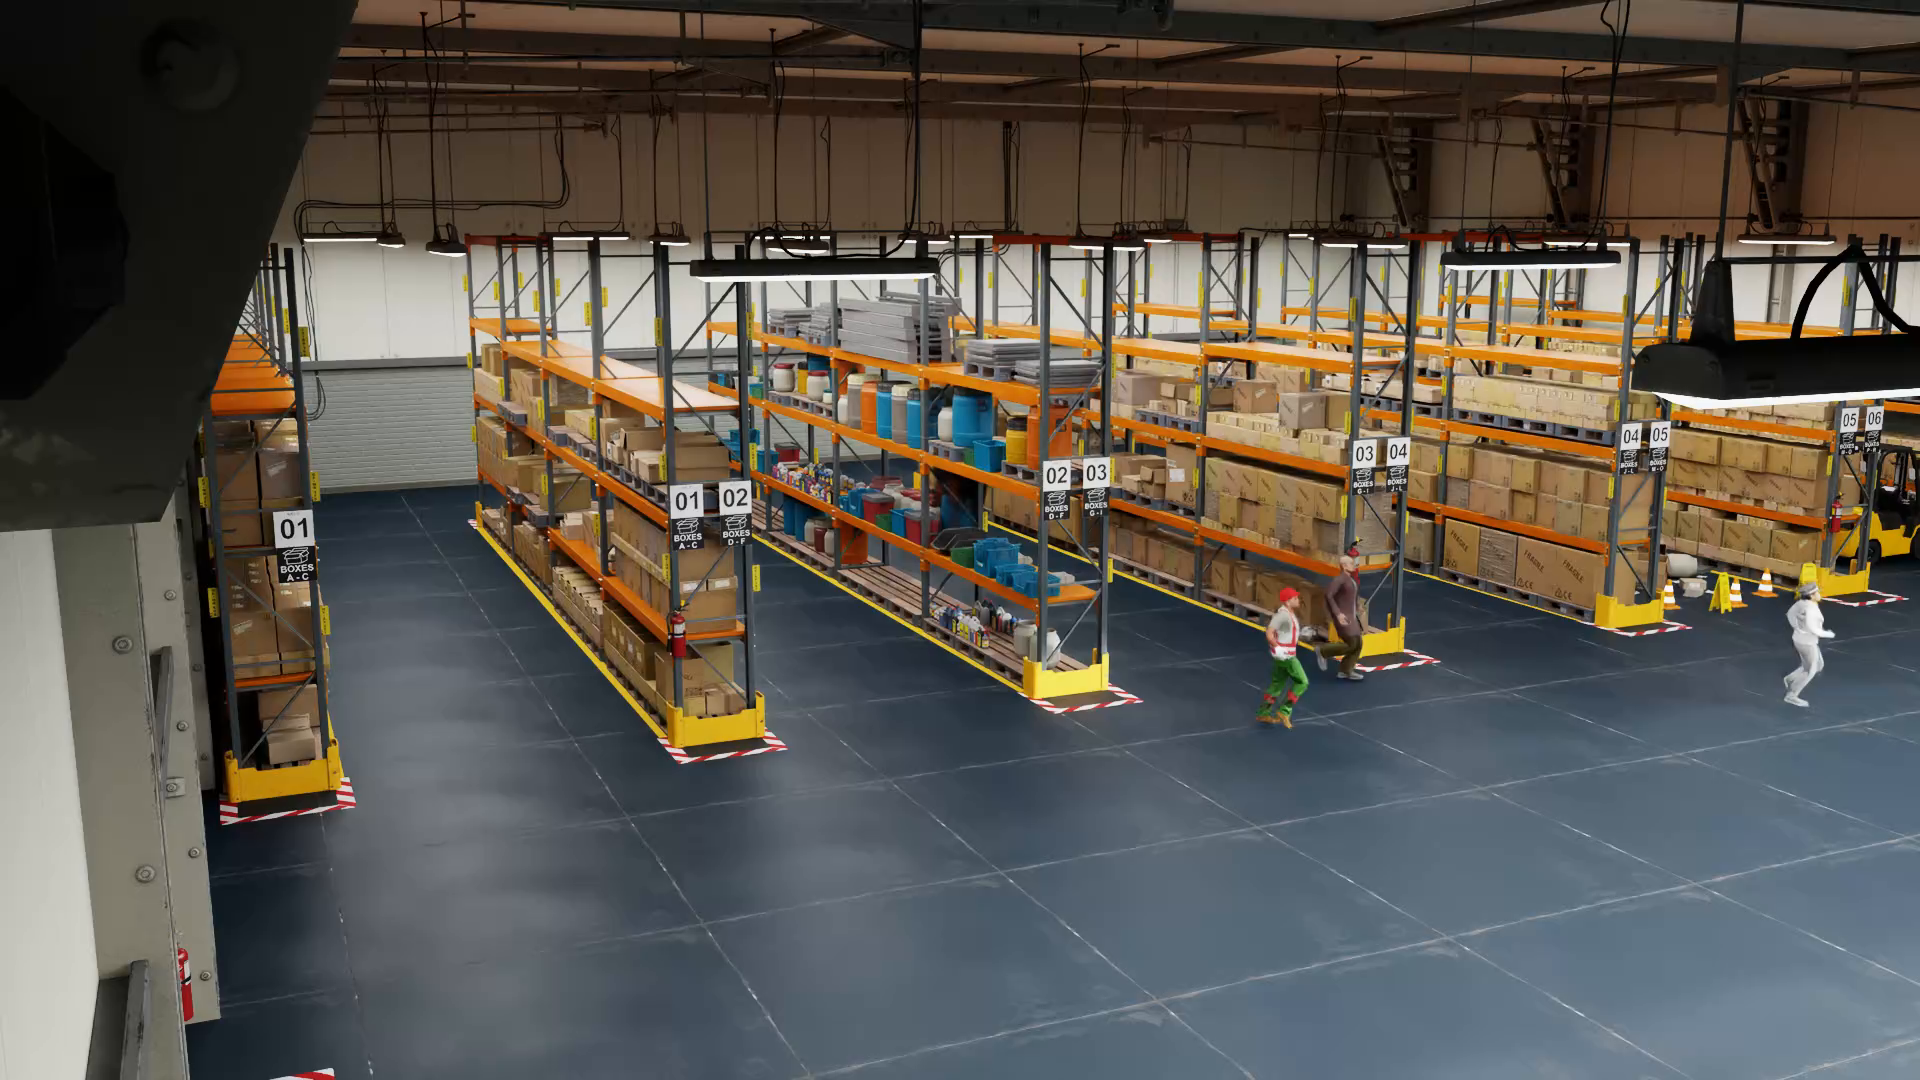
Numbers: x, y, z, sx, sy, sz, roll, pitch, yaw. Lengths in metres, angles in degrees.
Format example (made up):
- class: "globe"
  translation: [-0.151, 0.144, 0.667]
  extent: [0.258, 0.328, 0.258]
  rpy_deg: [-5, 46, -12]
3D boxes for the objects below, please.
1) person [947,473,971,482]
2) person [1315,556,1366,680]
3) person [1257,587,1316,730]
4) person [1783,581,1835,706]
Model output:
- class: "person"
  translation: [-0.002, -0.550, 31.350]
  extent: [0.710, 1.800, 0.894]
  rpy_deg: [-5, 12, -24]
- class: "person"
  translation: [5.323, 1.070, 23.119]
  extent: [0.685, 1.719, 0.743]
  rpy_deg: [6, 13, 29]
- class: "person"
  translation: [4.113, 1.478, 20.897]
  extent: [0.713, 1.809, 0.619]
  rpy_deg: [1, 11, 5]
- class: "person"
  translation: [11.147, 1.352, 21.792]
  extent: [0.513, 1.663, 0.668]
  rpy_deg: [3, 11, 13]
